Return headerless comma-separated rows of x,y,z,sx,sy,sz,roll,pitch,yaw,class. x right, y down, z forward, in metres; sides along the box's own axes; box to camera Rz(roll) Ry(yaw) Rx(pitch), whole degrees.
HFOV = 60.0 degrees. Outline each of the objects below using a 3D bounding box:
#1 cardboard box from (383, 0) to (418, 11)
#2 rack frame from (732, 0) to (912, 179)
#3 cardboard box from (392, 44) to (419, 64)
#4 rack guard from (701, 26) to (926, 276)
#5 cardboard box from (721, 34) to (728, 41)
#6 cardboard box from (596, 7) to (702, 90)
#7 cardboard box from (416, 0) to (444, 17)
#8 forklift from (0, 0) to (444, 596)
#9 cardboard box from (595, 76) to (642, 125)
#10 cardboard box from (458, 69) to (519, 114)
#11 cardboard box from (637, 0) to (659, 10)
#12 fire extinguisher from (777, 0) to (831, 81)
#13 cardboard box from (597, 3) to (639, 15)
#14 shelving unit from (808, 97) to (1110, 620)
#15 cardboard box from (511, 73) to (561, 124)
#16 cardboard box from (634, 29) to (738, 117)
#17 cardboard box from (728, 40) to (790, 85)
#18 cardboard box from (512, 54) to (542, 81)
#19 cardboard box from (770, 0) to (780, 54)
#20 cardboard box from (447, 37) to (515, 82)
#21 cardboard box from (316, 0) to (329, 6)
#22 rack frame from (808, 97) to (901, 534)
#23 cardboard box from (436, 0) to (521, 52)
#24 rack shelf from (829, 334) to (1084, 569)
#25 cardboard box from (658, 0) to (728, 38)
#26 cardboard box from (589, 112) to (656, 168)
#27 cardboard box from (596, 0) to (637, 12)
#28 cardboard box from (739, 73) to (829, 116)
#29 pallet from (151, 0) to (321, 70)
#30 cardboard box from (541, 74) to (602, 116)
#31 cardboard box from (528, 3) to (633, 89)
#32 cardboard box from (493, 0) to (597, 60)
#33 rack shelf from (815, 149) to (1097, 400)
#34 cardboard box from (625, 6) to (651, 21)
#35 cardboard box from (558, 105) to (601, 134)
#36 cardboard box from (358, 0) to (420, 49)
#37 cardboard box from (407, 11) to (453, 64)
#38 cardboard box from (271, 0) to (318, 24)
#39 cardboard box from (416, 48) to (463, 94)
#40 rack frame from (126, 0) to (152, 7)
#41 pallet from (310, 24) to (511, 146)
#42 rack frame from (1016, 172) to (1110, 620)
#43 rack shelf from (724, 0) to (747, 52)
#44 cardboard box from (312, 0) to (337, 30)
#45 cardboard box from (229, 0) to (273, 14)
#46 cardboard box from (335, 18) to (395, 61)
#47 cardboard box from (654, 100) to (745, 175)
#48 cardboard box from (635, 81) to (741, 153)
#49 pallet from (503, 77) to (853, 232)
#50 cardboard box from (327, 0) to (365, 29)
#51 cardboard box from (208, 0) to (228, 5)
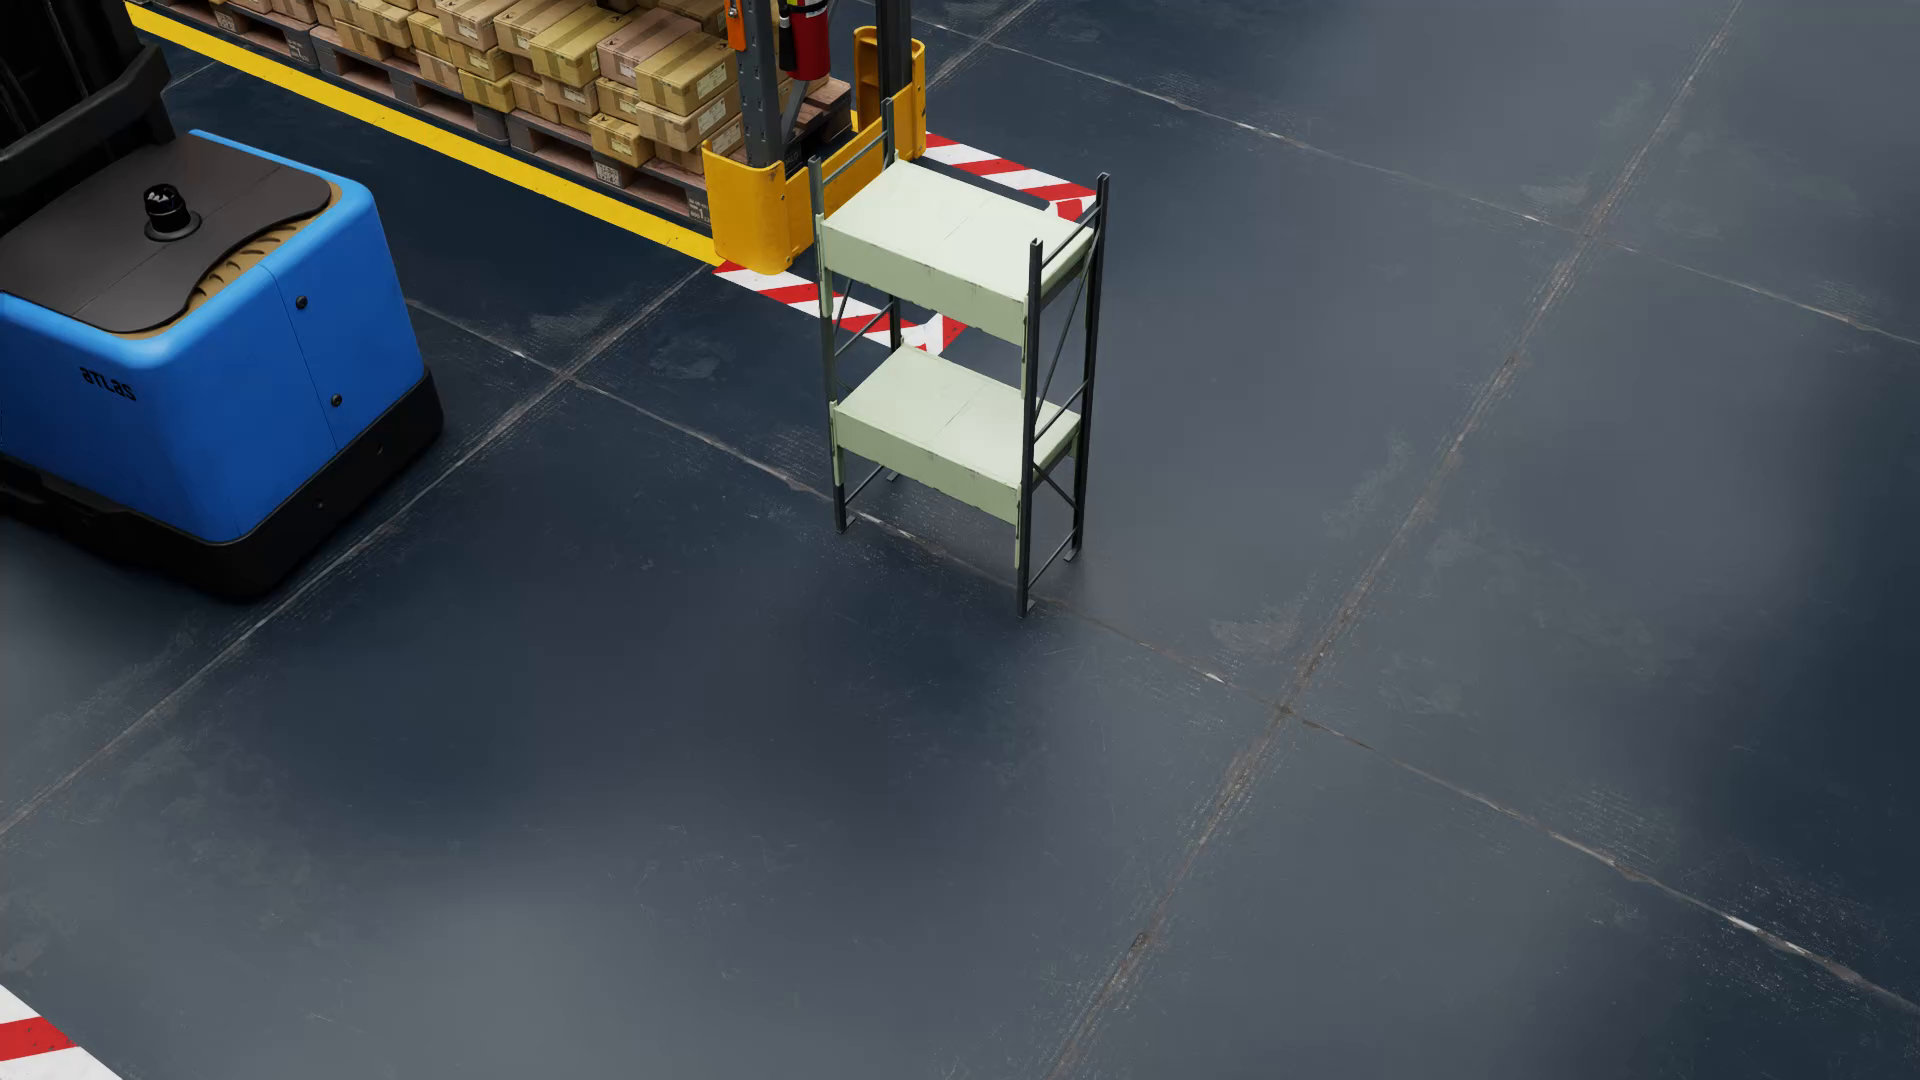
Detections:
-2.410,-2.529,7.396,0.250,0.149,0.380,25,51,22,cardboard box
-0.523,-2.499,6.087,0.127,3.000,1.000,25,51,22,rack frame
-2.380,-2.332,7.620,0.250,0.149,0.380,26,51,23,cardboard box
-0.587,-1.657,7.012,0.348,0.500,1.175,25,51,22,rack guard
-1.025,-2.253,7.336,0.250,0.149,0.380,24,51,22,cardboard box
-1.286,-2.043,6.924,0.250,0.149,0.380,26,51,23,cardboard box
-2.174,-2.445,7.314,0.250,0.149,0.380,23,50,21,cardboard box
-3.435,-1.586,5.247,3.031,2.935,1.130,20,49,18,forklift
-1.312,-1.921,7.013,0.250,0.149,0.380,24,50,21,cardboard box
-1.989,-2.071,7.366,0.250,0.149,0.380,23,50,20,cardboard box
-1.220,-2.476,7.345,0.250,0.149,0.380,25,51,22,cardboard box
-0.560,-1.966,5.883,0.183,0.674,0.296,25,51,22,fire extinguisher
-1.436,-2.460,7.536,0.250,0.149,0.380,26,51,23,cardboard box
-0.006,-0.525,5.215,0.755,1.500,0.431,25,51,22,shelving unit
-1.740,-2.010,7.307,0.250,0.149,0.380,25,51,22,cardboard box
-1.105,-1.911,6.796,0.250,0.149,0.380,25,51,23,cardboard box
-0.825,-2.113,7.200,0.250,0.149,0.380,27,52,24,cardboard box
-1.730,-2.154,7.239,0.250,0.149,0.380,24,51,22,cardboard box
-0.780,-2.267,7.142,0.250,0.149,0.380,23,50,20,cardboard box
-2.002,-2.180,7.265,0.250,0.149,0.380,25,51,23,cardboard box
-2.827,-2.627,7.699,0.250,0.149,0.380,27,52,24,cardboard box
-0.314,-0.667,5.352,0.023,1.500,0.400,25,51,22,rack frame
-2.012,-2.276,7.150,0.250,0.149,0.380,27,51,23,cardboard box
-0.006,-0.298,5.448,0.720,0.370,0.431,25,51,22,rack shelf
-1.077,-2.301,7.175,0.250,0.149,0.380,26,51,23,cardboard box
-1.349,-1.768,7.072,0.250,0.149,0.380,26,51,23,cardboard box
-1.474,-2.522,7.390,0.250,0.149,0.380,22,50,20,cardboard box
-0.791,-2.048,7.344,0.250,0.149,0.380,26,51,23,cardboard box
-3.305,-2.837,8.360,1.213,0.211,1.003,25,51,22,pallet
-1.559,-1.988,7.078,0.250,0.149,0.380,23,50,21,cardboard box
-1.572,-2.067,6.947,0.250,0.149,0.380,24,50,21,cardboard box
-1.756,-2.205,7.082,0.250,0.149,0.380,23,50,21,cardboard box
-0.006,-0.797,4.935,0.720,0.370,0.431,25,51,22,rack shelf
-1.279,-2.295,7.376,0.250,0.149,0.380,25,51,23,cardboard box
-1.525,-1.923,7.222,0.250,0.149,0.380,24,51,22,cardboard box
-2.455,-2.381,7.460,0.250,0.149,0.380,25,51,22,cardboard box
-2.208,-2.291,7.372,0.250,0.149,0.380,27,52,24,cardboard box
-3.055,-2.630,7.909,0.250,0.149,0.380,24,50,21,cardboard box
-2.208,-2.189,7.481,0.250,0.149,0.380,26,51,23,cardboard box
-3.890,-4.048,7.592,0.127,3.000,1.000,25,51,22,rack frame
-2.274,-2.365,7.901,1.213,0.211,1.003,25,51,22,pallet
0.302,-0.384,5.077,0.023,1.500,0.400,25,51,22,rack frame
-2.206,-3.023,7.097,4.000,0.370,1.077,25,51,22,rack shelf
-2.809,-2.547,7.828,0.250,0.149,0.380,23,50,21,cardboard box
-3.295,-2.698,7.975,0.250,0.149,0.380,24,51,22,cardboard box
-2.642,-2.388,7.674,0.250,0.149,0.380,23,50,21,cardboard box
-1.078,-1.730,7.034,0.250,0.149,0.380,26,51,23,cardboard box
-1.121,-1.788,6.883,0.250,0.149,0.380,23,50,21,cardboard box
-1.251,-1.893,7.442,1.213,0.211,1.003,25,51,22,pallet
-2.649,-2.491,7.567,0.250,0.149,0.380,24,51,22,cardboard box
-3.533,-2.763,8.038,0.250,0.149,0.380,26,51,23,cardboard box
